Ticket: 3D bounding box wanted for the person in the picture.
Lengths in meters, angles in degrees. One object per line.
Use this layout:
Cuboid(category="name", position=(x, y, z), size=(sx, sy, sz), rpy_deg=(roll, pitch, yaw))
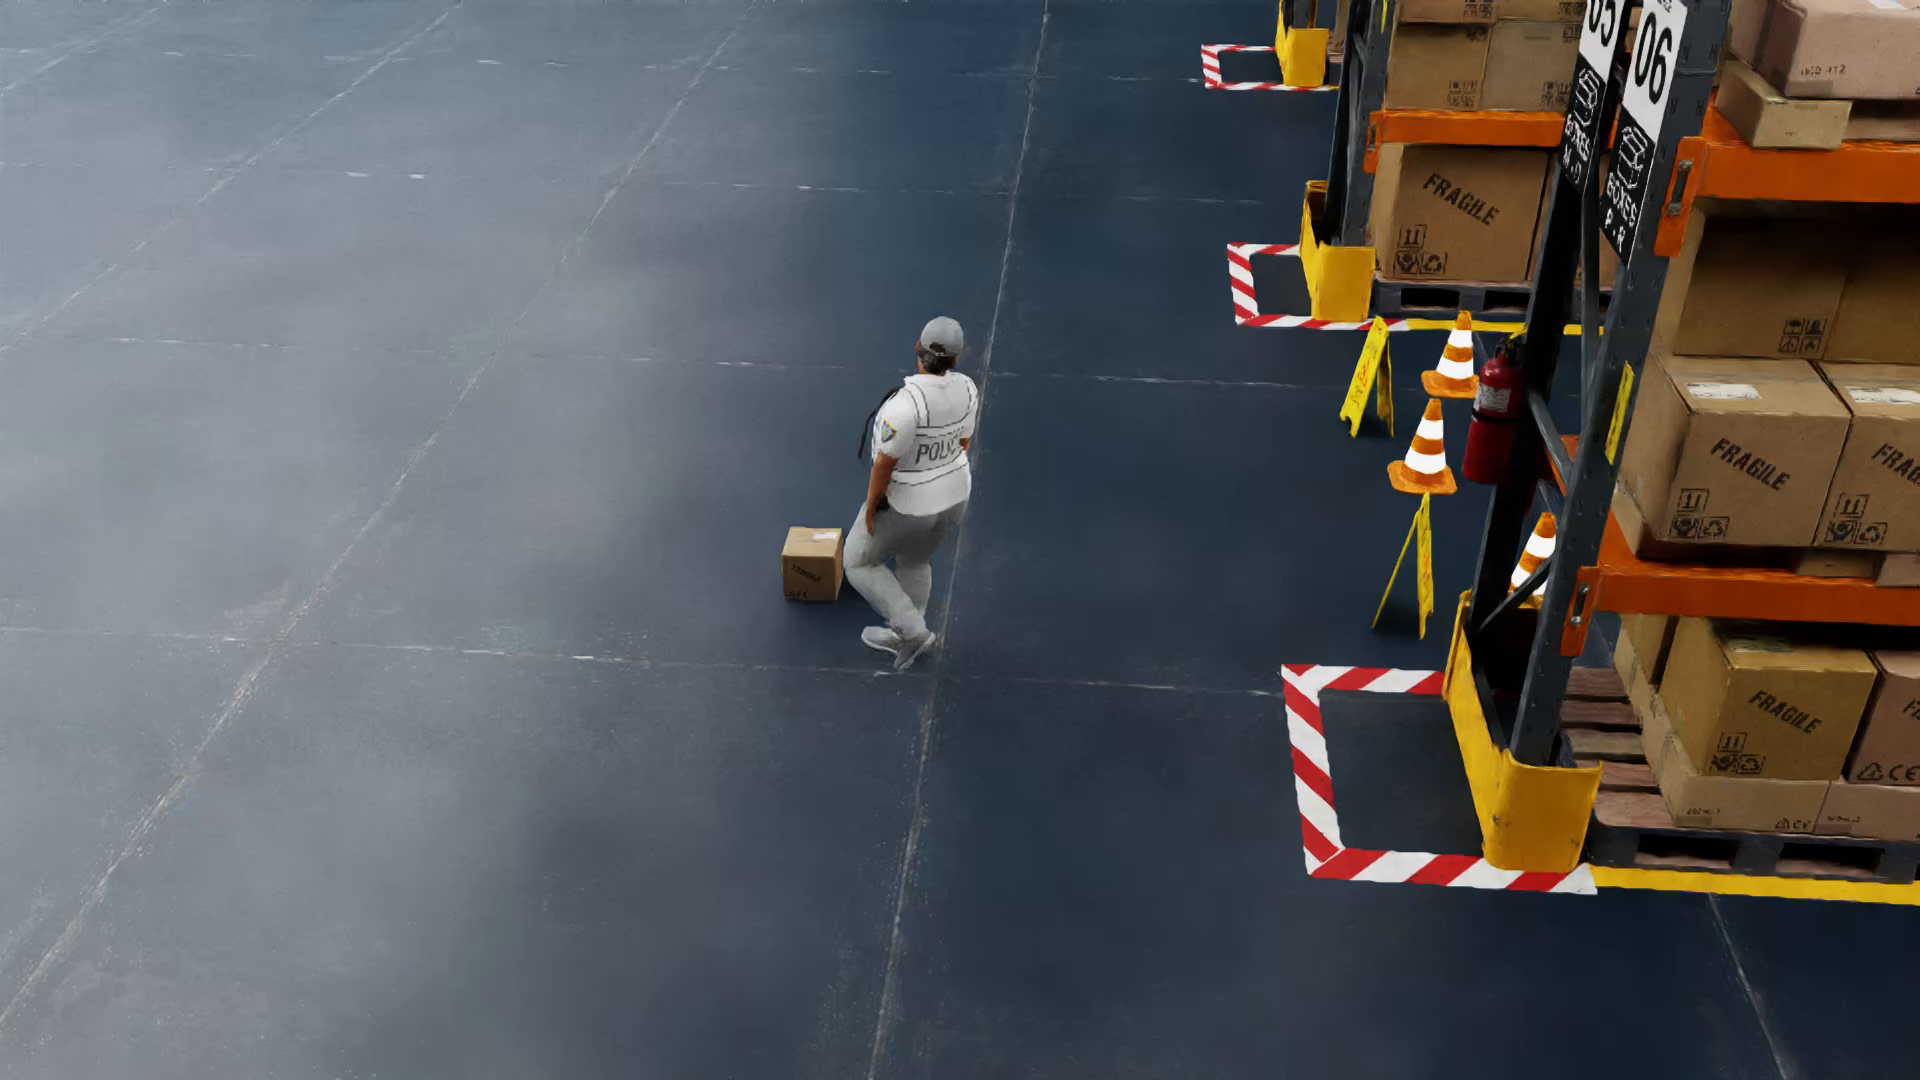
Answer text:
Cuboid(category="person", position=(-0.193, -0.181, 7.048), size=(0.526, 1.636, 0.546), rpy_deg=(-28, 42, -37))
